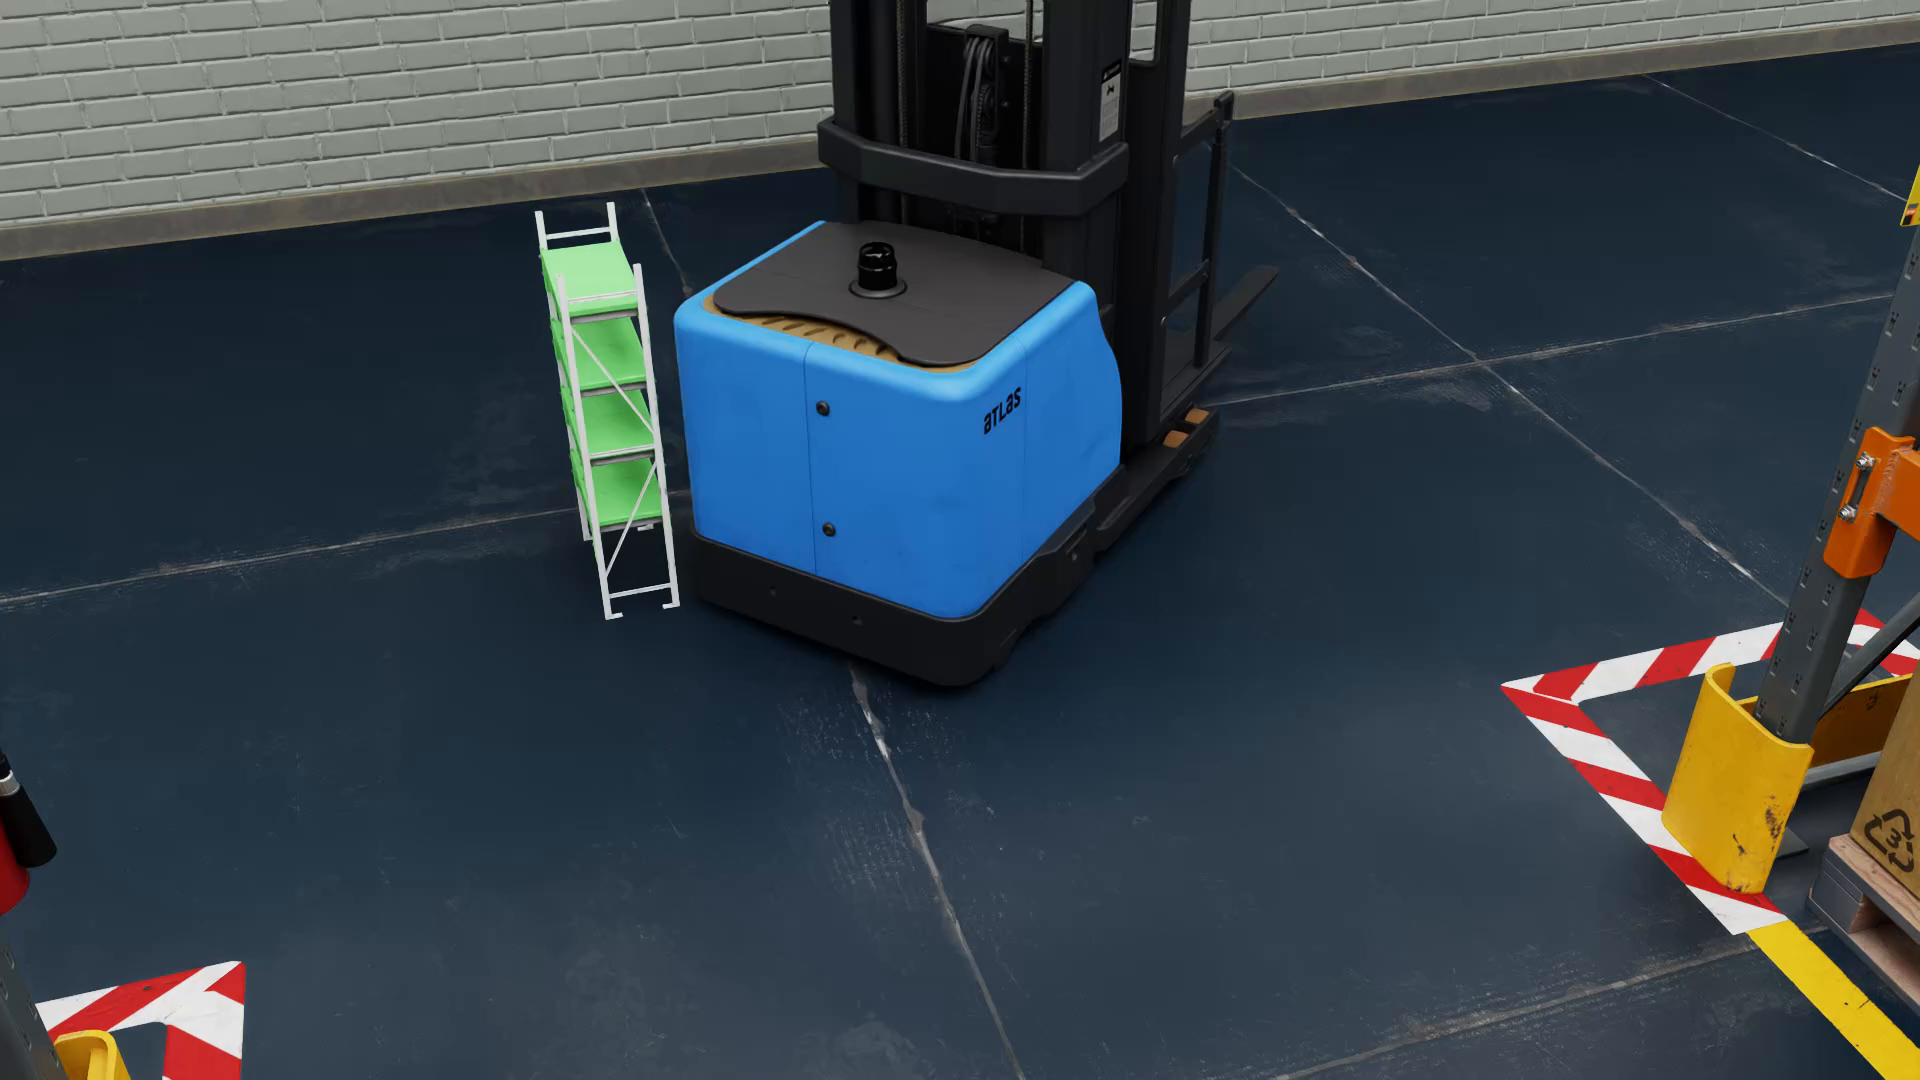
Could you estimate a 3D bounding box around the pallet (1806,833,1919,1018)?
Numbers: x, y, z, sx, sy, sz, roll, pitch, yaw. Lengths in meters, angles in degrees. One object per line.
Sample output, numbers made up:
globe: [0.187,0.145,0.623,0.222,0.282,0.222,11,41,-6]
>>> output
pallet: [2.849,1.079,3.926,1.003,0.211,1.213,-10,35,-15]

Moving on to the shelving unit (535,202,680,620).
shelving unit: [-1.108,-0.395,5.260,0.258,1.200,0.503,-11,35,-16]

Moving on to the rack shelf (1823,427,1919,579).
rack shelf: [3.140,0.859,2.382,1.077,0.370,4.000,-10,35,-15]

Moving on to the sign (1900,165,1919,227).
sign: [2.000,-0.795,3.375,0.100,0.325,0.005,-10,35,-15]

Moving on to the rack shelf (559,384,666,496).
rack shelf: [-1.108,-0.342,5.295,0.258,0.148,0.480,-11,35,-16]

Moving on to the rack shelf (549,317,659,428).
rack shelf: [-1.108,-0.542,5.163,0.258,0.148,0.480,-11,35,-16]

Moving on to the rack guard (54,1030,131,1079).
rack guard: [-2.206,1.374,3.217,1.175,0.500,0.348,-10,35,-15]

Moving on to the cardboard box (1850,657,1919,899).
cardboard box: [2.802,0.543,3.754,0.875,0.875,0.875,-10,35,-15]

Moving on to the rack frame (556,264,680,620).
rack frame: [-1.030,-0.268,5.067,0.240,1.200,0.015,-11,35,-16]

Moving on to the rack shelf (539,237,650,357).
rack shelf: [-1.108,-0.743,5.031,0.258,0.148,0.480,-11,35,-16]

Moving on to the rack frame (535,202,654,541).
rack frame: [-1.187,-0.523,5.453,0.240,1.200,0.015,-11,35,-16]

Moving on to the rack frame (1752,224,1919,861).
rack frame: [2.530,-0.491,3.772,1.000,3.000,0.127,-10,35,-15]

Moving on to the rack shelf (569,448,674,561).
rack shelf: [-1.108,-0.142,5.428,0.258,0.148,0.480,-11,35,-16]

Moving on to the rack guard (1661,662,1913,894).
rack guard: [2.523,0.539,4.481,1.175,0.500,0.348,-10,35,-15]

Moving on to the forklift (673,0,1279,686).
forklift: [0.317,-1.572,5.470,1.130,2.935,3.031,18,37,25]

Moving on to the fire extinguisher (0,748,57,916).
fire extinguisher: [-1.800,0.374,2.871,0.296,0.674,0.183,-10,35,-15]
